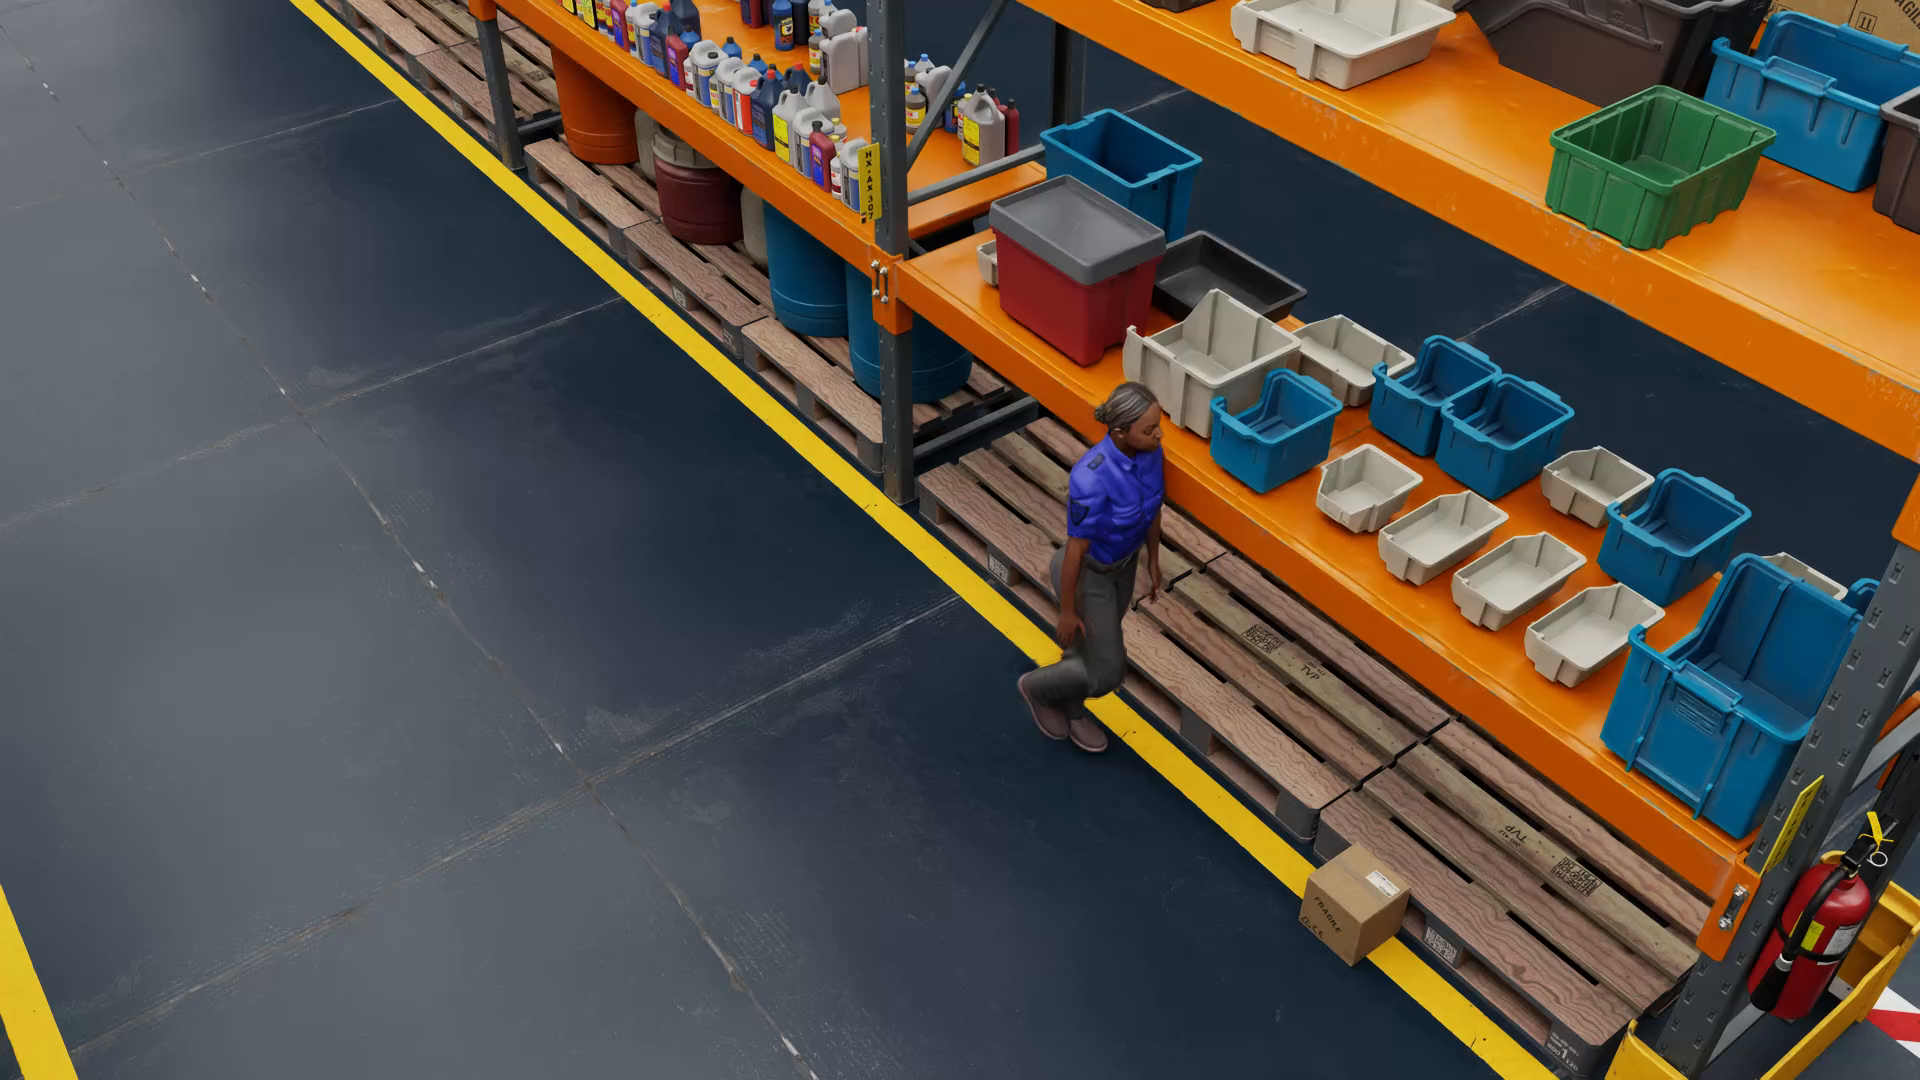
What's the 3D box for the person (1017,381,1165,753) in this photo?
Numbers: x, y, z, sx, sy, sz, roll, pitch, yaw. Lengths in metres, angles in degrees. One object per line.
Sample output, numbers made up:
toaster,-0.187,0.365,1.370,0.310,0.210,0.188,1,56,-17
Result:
person,0.485,0.123,5.994,0.465,1.648,0.553,29,48,29
